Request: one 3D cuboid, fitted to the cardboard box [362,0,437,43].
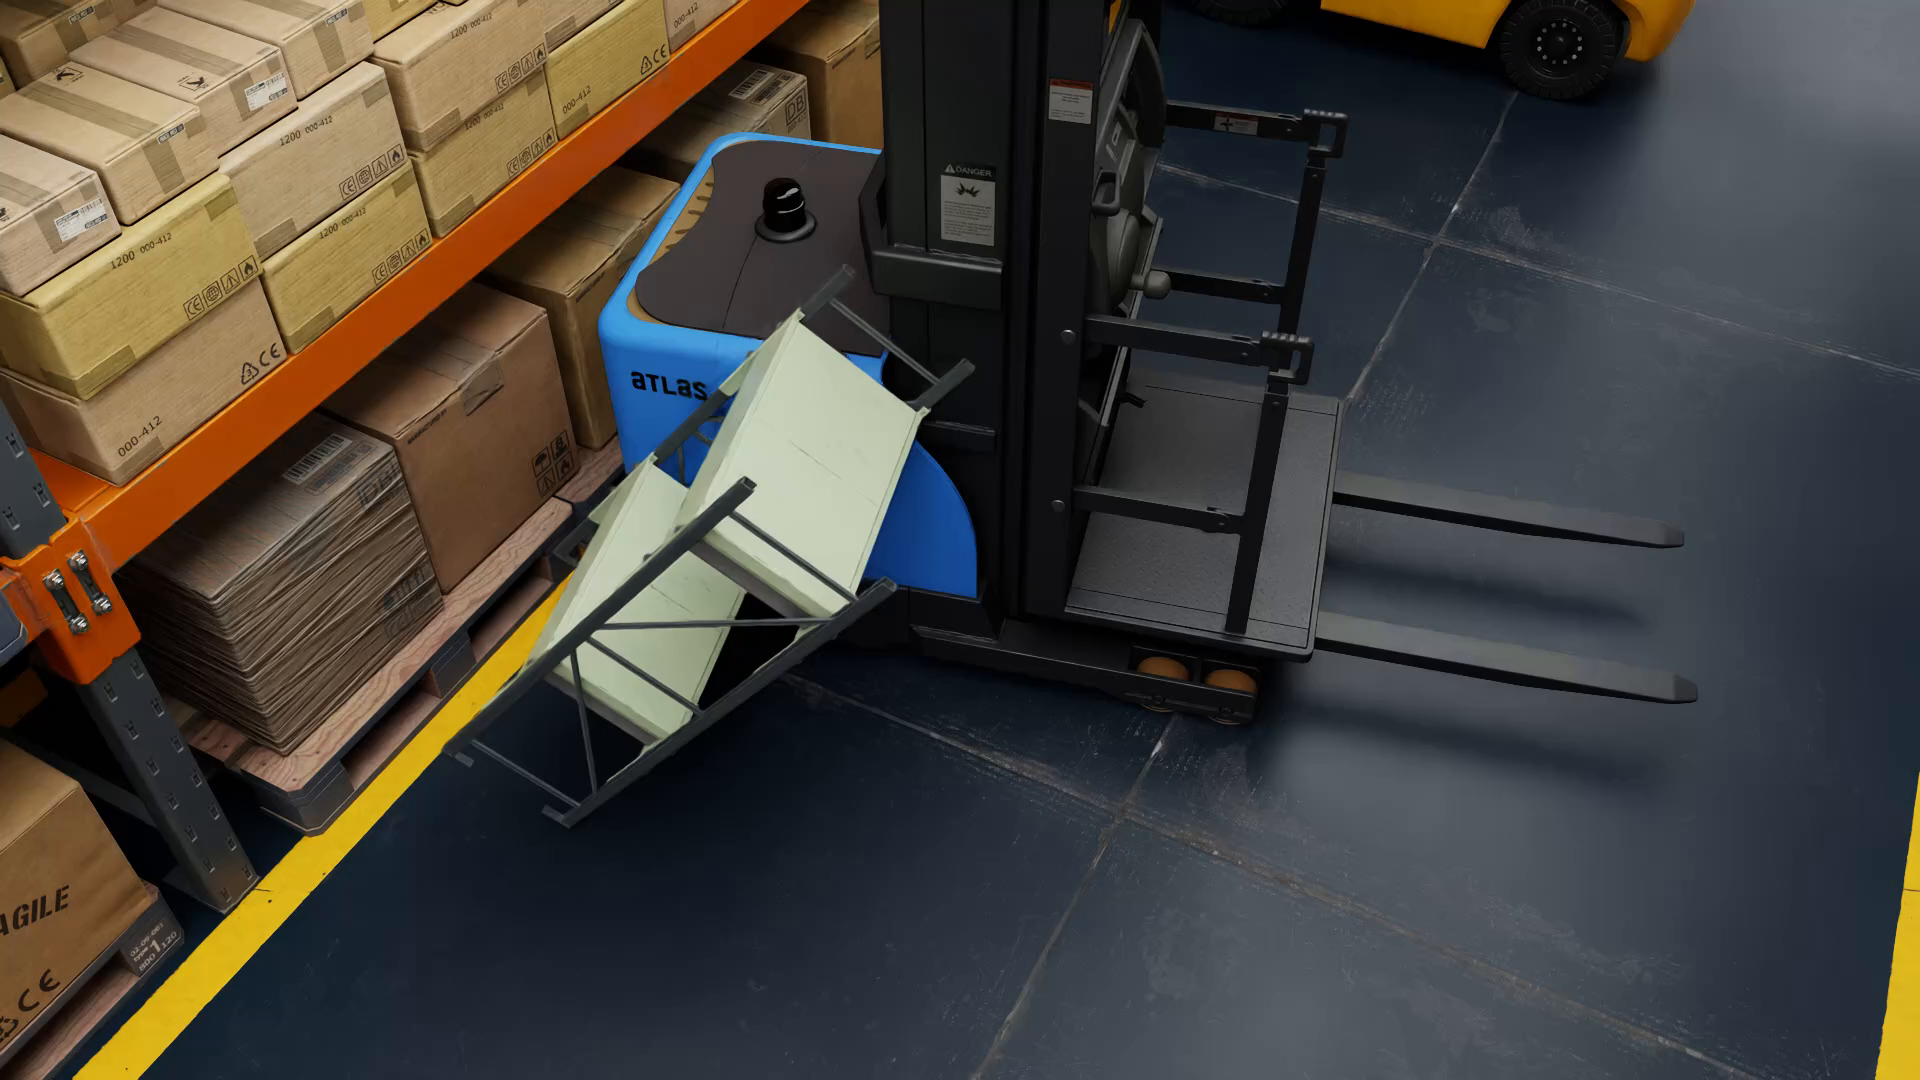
[{"bbox_3d":[-1.477,-1.329,3.928,0.380,0.149,0.250,21,49,19],"label":"cardboard box"}]

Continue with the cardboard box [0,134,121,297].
[{"bbox_3d":[-1.896,-0.653,3.260,0.380,0.149,0.250,22,49,20],"label":"cardboard box"}]

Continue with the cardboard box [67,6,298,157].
[{"bbox_3d":[-1.677,-0.992,3.595,0.380,0.149,0.250,22,49,20],"label":"cardboard box"}]

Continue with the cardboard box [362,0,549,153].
[{"bbox_3d":[-1.390,-1.247,4.128,0.500,0.250,0.500,19,48,18],"label":"cardboard box"}]

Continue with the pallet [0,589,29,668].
[{"bbox_3d":[-2.558,0.231,3.047,1.213,0.211,1.003,20,49,19],"label":"pallet"}]

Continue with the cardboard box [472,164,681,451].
[{"bbox_3d":[-1.395,-0.826,5.332,0.875,0.625,0.625,19,48,17],"label":"cardboard box"}]

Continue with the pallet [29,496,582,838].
[{"bbox_3d":[-1.888,0.188,4.916,1.003,0.211,1.213,20,49,19],"label":"pallet"}]

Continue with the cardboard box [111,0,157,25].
[{"bbox_3d":[-2.084,-1.344,3.943,0.380,0.149,0.250,20,49,18],"label":"cardboard box"}]

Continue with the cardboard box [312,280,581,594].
[{"bbox_3d":[-1.707,-0.402,4.913,0.875,0.625,0.625,22,49,20],"label":"cardboard box"}]

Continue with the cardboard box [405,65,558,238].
[{"bbox_3d":[-1.412,-1.075,4.309,0.500,0.250,0.500,19,48,18],"label":"cardboard box"}]

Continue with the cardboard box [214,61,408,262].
[{"bbox_3d":[-1.649,-0.923,3.808,0.500,0.250,0.500,22,49,20],"label":"cardboard box"}]

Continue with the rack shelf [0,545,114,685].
[{"bbox_3d":[-3.234,1.226,2.435,1.077,0.370,4.000,20,49,19],"label":"rack shelf"}]

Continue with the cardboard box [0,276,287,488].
[{"bbox_3d":[-1.883,-0.433,3.674,0.500,0.250,0.500,21,49,19],"label":"cardboard box"}]

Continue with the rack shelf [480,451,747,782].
[{"bbox_3d":[-0.855,0.211,4.366,0.431,0.370,0.720,37,44,-19],"label":"rack shelf"}]

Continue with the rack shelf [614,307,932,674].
[{"bbox_3d":[-0.420,-0.106,3.894,0.431,0.370,0.720,37,44,-19],"label":"rack shelf"}]

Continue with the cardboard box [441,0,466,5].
[{"bbox_3d":[-1.306,-1.470,4.067,0.380,0.149,0.250,21,49,20],"label":"cardboard box"}]

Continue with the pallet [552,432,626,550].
[{"bbox_3d":[-1.321,-0.578,5.672,1.003,0.211,1.213,20,49,19],"label":"pallet"}]

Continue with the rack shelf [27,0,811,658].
[{"bbox_3d":[-1.377,-1.294,4.925,1.077,0.370,4.000,20,49,19],"label":"rack shelf"}]

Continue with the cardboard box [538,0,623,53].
[{"bbox_3d":[-1.176,-1.577,4.454,0.500,0.250,0.500,21,49,20],"label":"cardboard box"}]

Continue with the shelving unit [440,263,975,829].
[{"bbox_3d":[-0.657,0.066,4.152,0.431,1.500,0.755,37,44,-19],"label":"shelving unit"}]

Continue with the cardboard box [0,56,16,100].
[{"bbox_3d":[-2.311,-1.023,3.626,0.380,0.149,0.250,22,49,20],"label":"cardboard box"}]

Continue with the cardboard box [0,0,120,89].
[{"bbox_3d":[-2.137,-1.166,3.767,0.380,0.149,0.250,20,49,19],"label":"cardboard box"}]

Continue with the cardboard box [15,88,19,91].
[{"bbox_3d":[-2.107,-1.107,3.989,0.500,0.250,0.500,21,49,19],"label":"cardboard box"}]

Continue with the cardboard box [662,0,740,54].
[{"bbox_3d":[-0.937,-1.729,4.955,0.500,0.250,0.500,21,49,19],"label":"cardboard box"}]

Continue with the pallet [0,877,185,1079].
[{"bbox_3d":[-2.685,1.152,3.963,1.003,0.211,1.213,20,49,19],"label":"pallet"}]

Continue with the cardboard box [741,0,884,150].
[{"bbox_3d":[-0.681,-1.787,6.281,0.875,0.625,0.625,23,50,21],"label":"cardboard box"}]

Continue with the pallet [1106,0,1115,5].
[{"bbox_3d":[0.523,-3.085,8.150,1.003,0.211,1.213,20,49,19],"label":"pallet"}]

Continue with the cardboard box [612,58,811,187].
[{"bbox_3d":[-1.048,-1.301,5.801,0.875,0.625,0.625,20,49,19],"label":"cardboard box"}]

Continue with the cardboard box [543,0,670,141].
[{"bbox_3d":[-1.170,-1.401,4.631,0.500,0.250,0.500,22,49,20],"label":"cardboard box"}]

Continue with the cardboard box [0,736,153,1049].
[{"bbox_3d":[-2.311,0.782,3.830,0.500,0.500,0.500,22,49,20],"label":"cardboard box"}]

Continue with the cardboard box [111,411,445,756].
[{"bbox_3d":[-2.003,0.012,4.503,0.875,0.625,0.625,22,49,20],"label":"cardboard box"}]

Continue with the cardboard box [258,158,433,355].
[{"bbox_3d":[-1.645,-0.748,3.986,0.500,0.250,0.500,19,48,18],"label":"cardboard box"}]

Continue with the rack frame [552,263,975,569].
[{"bbox_3d":[-0.573,-0.189,4.400,0.400,1.500,0.023,37,44,-19],"label":"rack frame"}]

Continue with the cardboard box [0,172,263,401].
[{"bbox_3d":[-1.861,-0.600,3.488,0.500,0.250,0.500,20,49,19],"label":"cardboard box"}]

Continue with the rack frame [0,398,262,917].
[{"bbox_3d":[-2.305,-0.286,3.424,1.000,3.000,0.127,20,49,19],"label":"rack frame"}]

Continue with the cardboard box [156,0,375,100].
[{"bbox_3d":[-1.567,-1.161,3.762,0.380,0.149,0.250,21,49,19],"label":"cardboard box"}]

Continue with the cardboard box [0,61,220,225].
[{"bbox_3d":[-1.773,-0.822,3.427,0.380,0.149,0.250,21,49,20],"label":"cardboard box"}]

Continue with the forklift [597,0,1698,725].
[{"bbox_3d":[0.607,-0.924,4.103,3.031,2.935,1.130,10,46,10],"label":"forklift"}]

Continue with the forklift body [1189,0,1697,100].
[{"bbox_3d":[2.144,-3.231,6.931,2.313,2.155,1.214,20,49,19],"label":"forklift body"}]

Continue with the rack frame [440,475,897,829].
[{"bbox_3d":[-0.741,0.321,3.903,0.400,1.500,0.023,37,44,-19],"label":"rack frame"}]
